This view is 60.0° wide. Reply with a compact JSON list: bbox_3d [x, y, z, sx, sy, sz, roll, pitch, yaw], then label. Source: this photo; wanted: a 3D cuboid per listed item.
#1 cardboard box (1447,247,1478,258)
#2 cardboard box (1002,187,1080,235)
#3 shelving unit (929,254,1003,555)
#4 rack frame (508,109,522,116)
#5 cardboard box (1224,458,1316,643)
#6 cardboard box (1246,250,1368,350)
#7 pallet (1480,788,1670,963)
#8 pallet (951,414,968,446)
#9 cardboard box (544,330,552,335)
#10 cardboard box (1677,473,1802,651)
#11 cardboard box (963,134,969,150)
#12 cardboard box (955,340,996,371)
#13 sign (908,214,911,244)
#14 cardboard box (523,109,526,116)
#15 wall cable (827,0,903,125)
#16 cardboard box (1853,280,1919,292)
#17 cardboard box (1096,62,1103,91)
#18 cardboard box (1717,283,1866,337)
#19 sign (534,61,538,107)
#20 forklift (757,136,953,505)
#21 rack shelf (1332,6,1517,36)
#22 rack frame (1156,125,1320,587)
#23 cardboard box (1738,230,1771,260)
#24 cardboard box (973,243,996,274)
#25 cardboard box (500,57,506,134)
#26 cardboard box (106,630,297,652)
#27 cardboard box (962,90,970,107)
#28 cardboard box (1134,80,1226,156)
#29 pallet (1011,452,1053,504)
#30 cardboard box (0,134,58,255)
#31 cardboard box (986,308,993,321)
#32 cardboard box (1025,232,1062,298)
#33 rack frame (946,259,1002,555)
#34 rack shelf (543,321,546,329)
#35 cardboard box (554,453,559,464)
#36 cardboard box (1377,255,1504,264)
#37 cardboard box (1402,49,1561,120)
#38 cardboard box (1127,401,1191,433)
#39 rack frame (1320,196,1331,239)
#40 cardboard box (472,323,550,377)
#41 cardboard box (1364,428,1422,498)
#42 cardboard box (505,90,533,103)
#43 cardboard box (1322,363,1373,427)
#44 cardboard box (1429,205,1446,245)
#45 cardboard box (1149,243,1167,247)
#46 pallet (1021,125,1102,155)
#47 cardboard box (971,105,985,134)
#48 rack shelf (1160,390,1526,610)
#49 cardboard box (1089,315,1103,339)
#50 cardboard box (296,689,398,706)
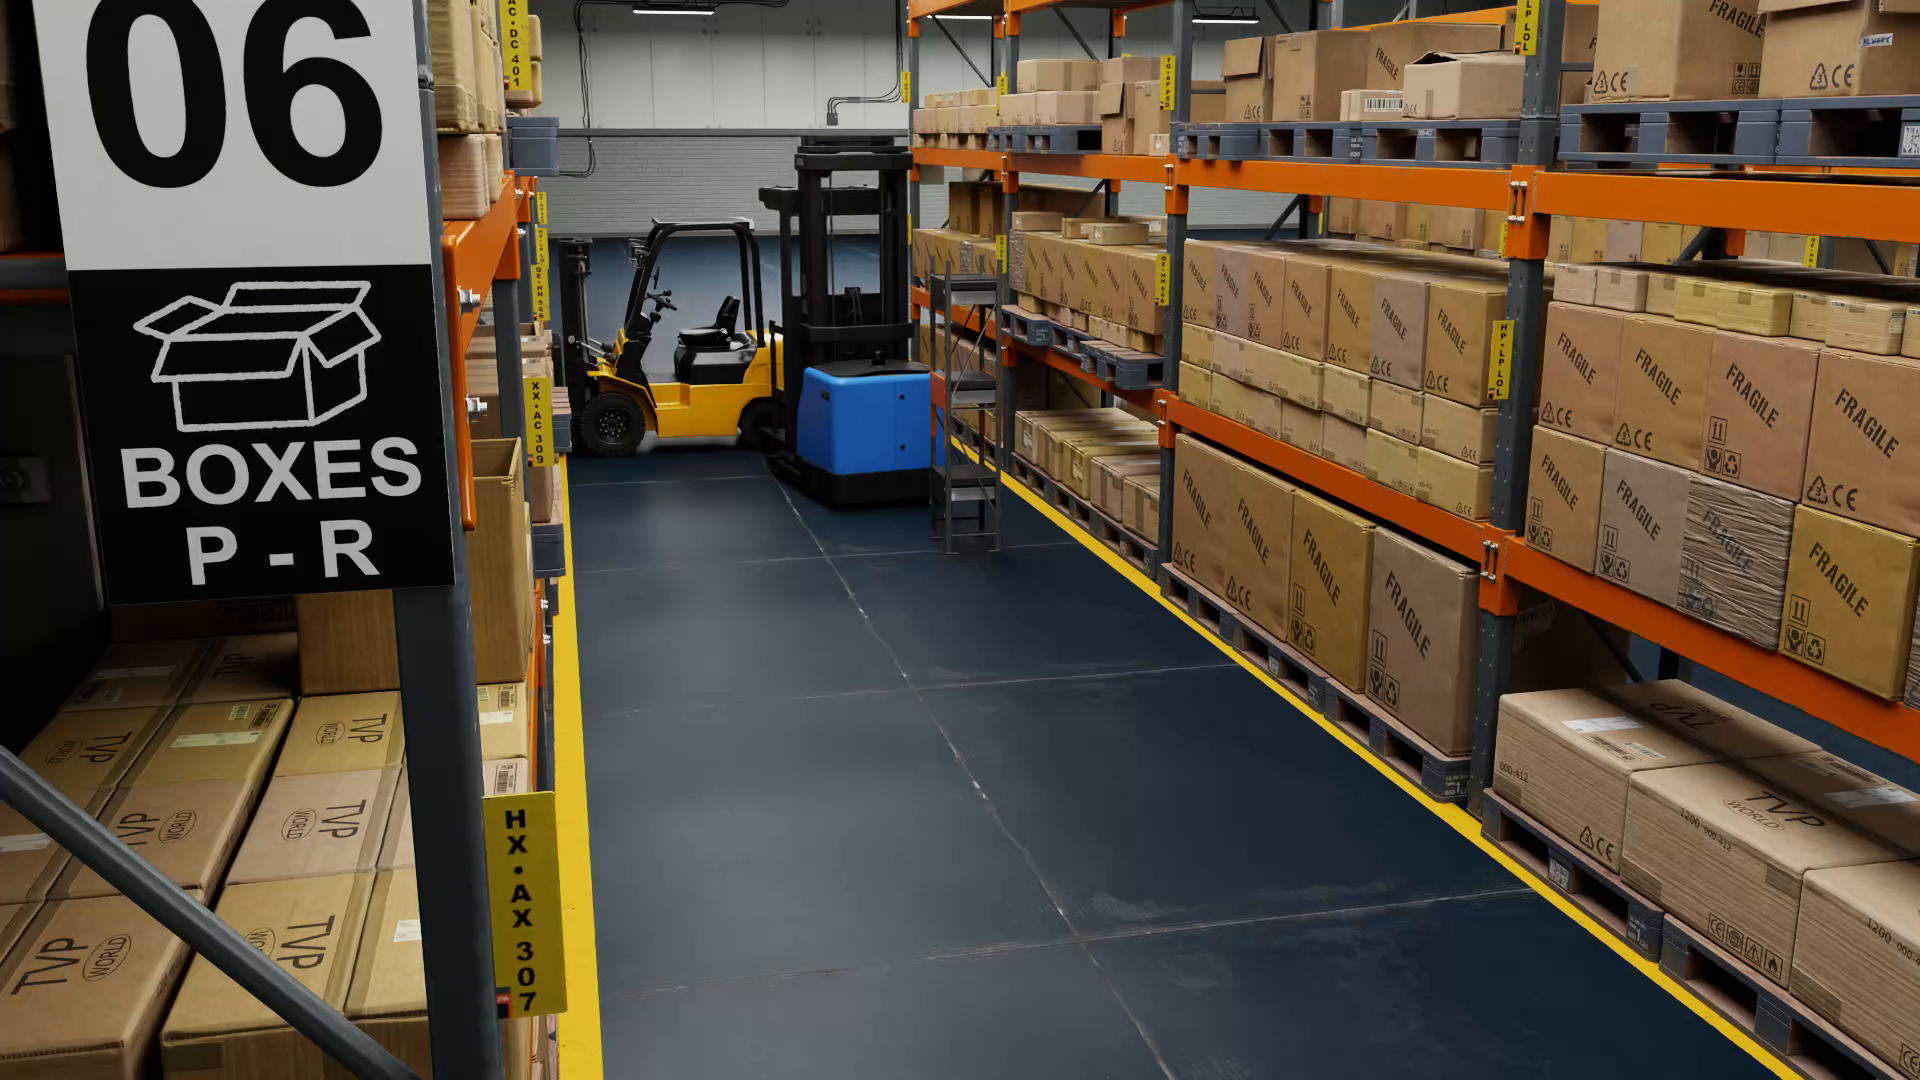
[{"bbox_3d":[5.426,-2.680,16.762,0.875,0.550,0.550,-3,14,-13],"label":"cardboard box"},{"bbox_3d":[0.805,-3.127,15.962,0.700,0.500,0.500,-4,14,-14],"label":"cardboard box"},{"bbox_3d":[0.039,-0.982,12.022,0.431,2.100,0.503,-3,14,-13],"label":"shelving unit"},{"bbox_3d":[-2.997,-3.812,9.071,1.000,3.000,0.127,-3,14,-13],"label":"rack frame"},{"bbox_3d":[2.114,0.023,9.606,0.875,0.875,0.875,-3,14,-13],"label":"cardboard box"},{"bbox_3d":[1.937,-1.348,9.308,0.500,0.500,0.500,-3,14,-12],"label":"cardboard box"},{"bbox_3d":[2.869,1.282,6.737,1.003,0.211,1.213,-3,14,-13],"label":"pallet"},{"bbox_3d":[0.405,-1.179,16.807,1.003,0.211,1.213,-3,14,-13],"label":"pallet"},{"bbox_3d":[-4.465,-2.009,17.131,0.500,0.250,0.500,-3,14,-11],"label":"cardboard box"},{"bbox_3d":[2.847,0.053,5.680,0.500,0.500,0.500,-3,14,-13],"label":"cardboard box"},{"bbox_3d":[0.246,-3.851,16.079,0.380,0.149,0.250,-3,14,-14],"label":"cardboard box"},{"bbox_3d":[0.245,-1.687,16.342,0.500,0.500,0.500,-3,14,-10],"label":"cardboard box"},{"bbox_3d":[-0.579,-3.411,18.246,0.100,0.325,0.005,-3,14,-13],"label":"sign"},{"bbox_3d":[-3.169,-3.072,11.054,0.500,0.500,0.500,-3,14,-12],"label":"cardboard box"},{"bbox_3d":[-2.809,-15.299,48.920,2.305,6.003,0.169,-3,14,-13],"label":"wall cable"},{"bbox_3d":[3.324,-0.811,5.741,0.380,0.149,0.250,-3,14,-14],"label":"cardboard box"},{"bbox_3d":[1.147,-3.803,13.730,0.500,0.250,0.500,-3,14,-12],"label":"cardboard box"},{"bbox_3d":[2.798,-0.776,5.600,0.380,0.149,0.250,-4,14,-15],"label":"cardboard box"},{"bbox_3d":[-2.469,-2.636,9.487,0.100,0.325,0.005,-3,14,-13],"label":"sign"},{"bbox_3d":[-1.086,-2.013,14.489,1.130,2.935,3.031,-6,15,-22],"label":"forklift"},{"bbox_3d":[5.206,-5.229,17.230,1.077,0.370,4.000,-3,14,-13],"label":"rack shelf"},{"bbox_3d":[1.827,-1.176,10.919,1.000,3.000,0.127,-3,14,-13],"label":"rack frame"},{"bbox_3d":[6.399,-2.230,12.916,0.700,0.500,0.500,-3,14,-14],"label":"cardboard box"},{"bbox_3d":[0.414,-2.498,15.496,0.500,0.500,0.500,-3,14,-11],"label":"cardboard box"},{"bbox_3d":[-1.701,-1.407,5.234,0.500,0.250,0.500,-3,14,-13],"label":"cardboard box"},{"bbox_3d":[-1.960,0.317,4.499,0.500,0.250,0.500,-3,14,-12],"label":"cardboard box"},{"bbox_3d":[0.231,-4.177,15.734,0.380,0.149,0.250,-3,14,-13],"label":"cardboard box"},{"bbox_3d":[1.614,-2.900,11.448,0.700,0.500,0.500,-3,14,-13],"label":"cardboard box"},{"bbox_3d":[1.072,-0.564,14.292,1.003,0.211,1.213,-3,14,-13],"label":"pallet"},{"bbox_3d":[-1.418,-0.449,2.152,0.380,0.149,0.250,-3,14,-12],"label":"cardboard box"},{"bbox_3d":[0.450,-2.091,15.193,0.380,0.149,0.250,-3,14,-12],"label":"cardboard box"},{"bbox_3d":[0.837,-2.256,13.618,0.500,0.500,0.500,-3,14,-13],"label":"cardboard box"},{"bbox_3d":[0.096,-0.926,11.791,0.400,2.100,0.015,-3,14,-13],"label":"rack frame"},{"bbox_3d":[-4.406,-1.933,15.533,1.077,0.370,4.000,-3,14,-13],"label":"rack shelf"},{"bbox_3d":[-3.728,-0.819,14.368,0.500,0.250,0.500,-3,14,-13],"label":"cardboard box"},{"bbox_3d":[2.553,-1.255,8.927,0.500,0.500,0.500,-4,14,-14],"label":"cardboard box"},{"bbox_3d":[2.355,-2.062,7.531,0.500,0.311,0.500,-3,14,-13],"label":"cardboard box"},{"bbox_3d":[1.958,-1.208,16.314,0.500,0.500,0.500,7,15,26],"label":"cardboard box"},{"bbox_3d":[4.736,-3.320,19.697,1.000,3.000,0.127,-3,14,-13],"label":"rack frame"},{"bbox_3d":[-2.434,-0.786,8.221,0.797,0.503,0.637,-4,14,-14],"label":"cardboard box"},{"bbox_3d":[2.297,-0.387,8.007,0.500,0.250,0.500,-3,14,-14],"label":"cardboard box"},{"bbox_3d":[-1.741,-1.654,5.990,0.380,0.149,0.250,-3,14,-12],"label":"cardboard box"},{"bbox_3d":[2.174,-0.745,8.419,0.500,0.250,0.500,-3,14,-12],"label":"cardboard box"},{"bbox_3d":[5.387,-3.335,17.165,0.875,0.550,0.550,-3,14,-13],"label":"cardboard box"},{"bbox_3d":[1.686,-1.931,12.290,0.500,0.500,0.500,-3,14,-12],"label":"cardboard box"},{"bbox_3d":[1.175,-3.077,12.776,1.213,0.211,1.003,-3,14,-13],"label":"pallet"},{"bbox_3d":[0.402,-3.830,15.154,0.500,0.250,0.500,-4,14,-14],"label":"cardboard box"},{"bbox_3d":[2.297,-0.365,9.115,1.077,0.370,4.000,-3,14,-13],"label":"rack shelf"},{"bbox_3d":[1.155,-1.555,12.115,0.380,0.149,0.250,-3,14,-12],"label":"cardboard box"},{"bbox_3d":[-1.345,0.406,4.133,0.500,0.250,0.500,-4,14,-15],"label":"cardboard box"}]
